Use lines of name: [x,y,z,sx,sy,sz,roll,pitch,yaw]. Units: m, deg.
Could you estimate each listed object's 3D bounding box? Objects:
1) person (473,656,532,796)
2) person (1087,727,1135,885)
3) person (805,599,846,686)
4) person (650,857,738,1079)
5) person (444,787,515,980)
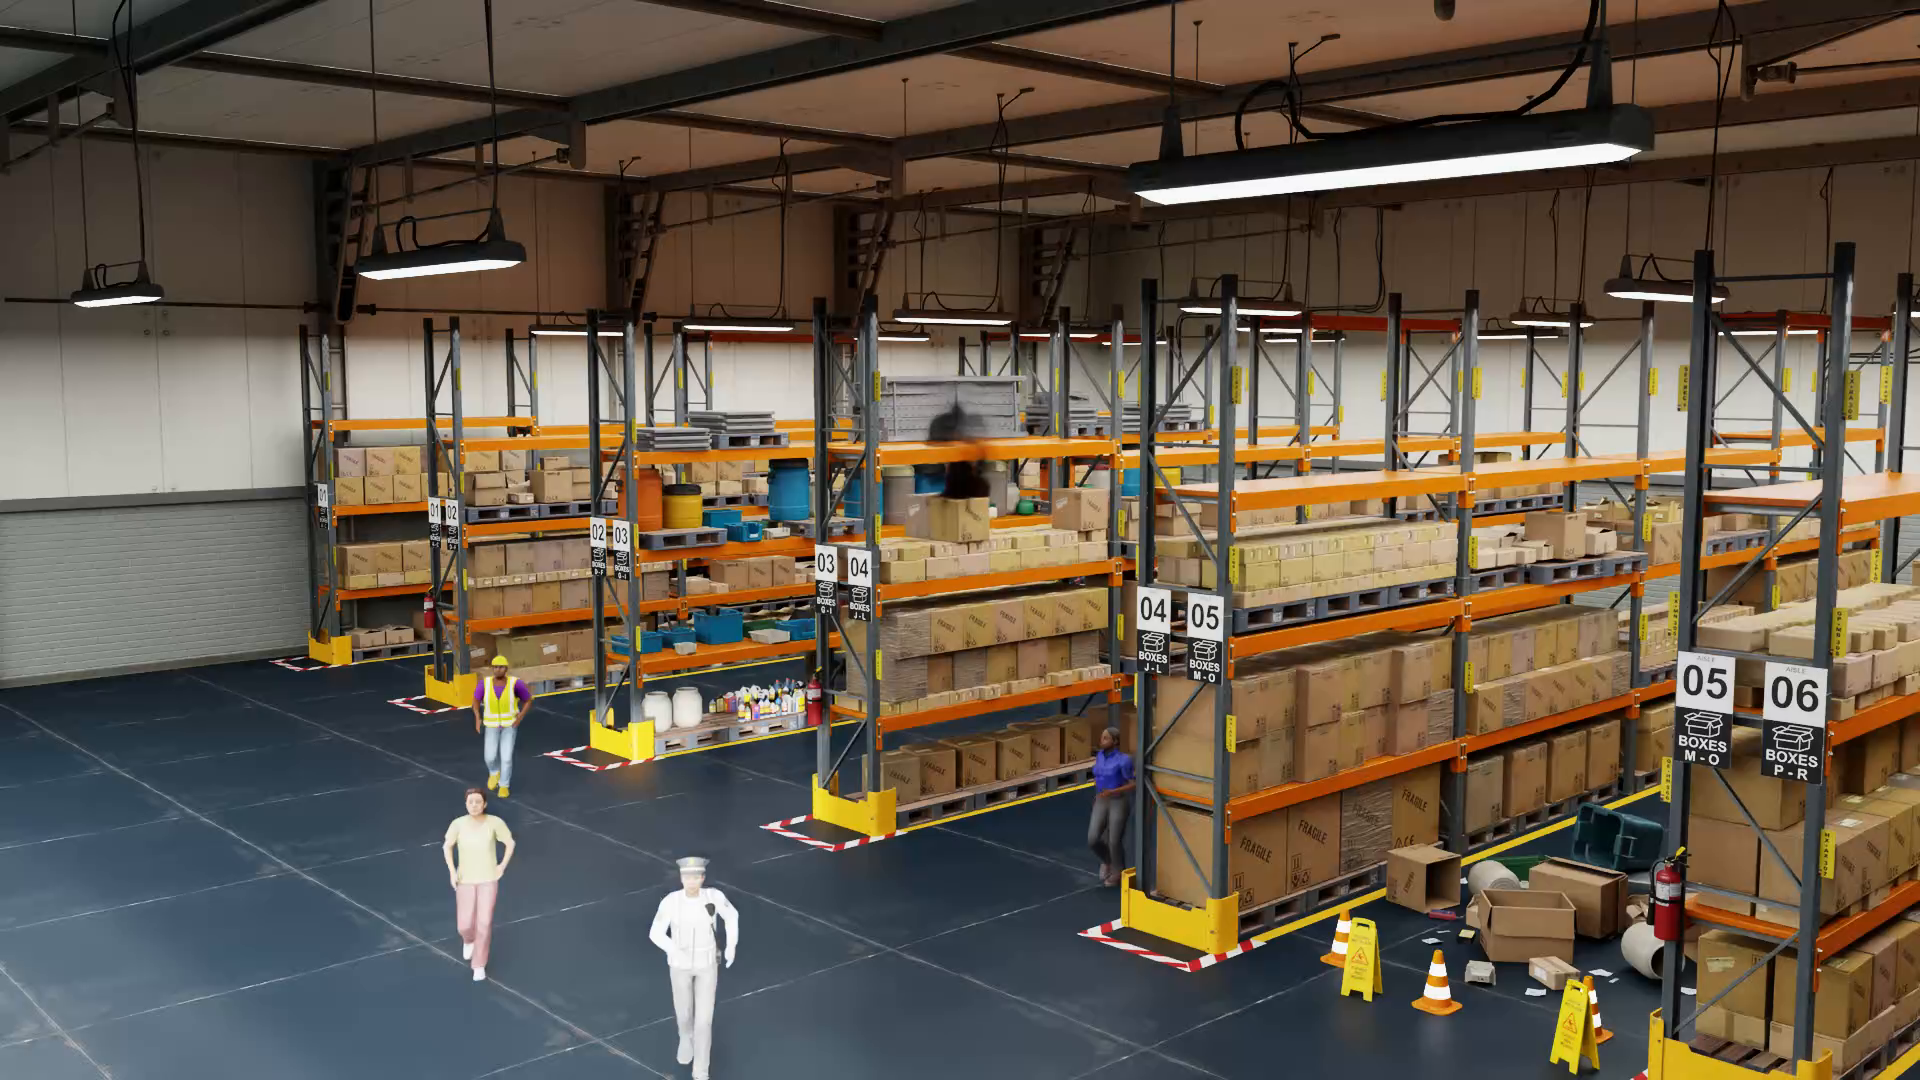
person: [-5.578,2.262,20.259,0.712,1.732,0.574,-1,6,-10]
person: [1.487,2.677,16.646,0.560,1.621,0.582,5,8,41]
person: [-2.230,1.569,26.918,0.719,1.752,0.967,6,8,45]
person: [-1.925,3.107,12.084,0.632,1.724,0.825,-1,6,-7]
person: [-4.127,2.916,14.307,0.596,1.640,0.544,-1,6,-13]
